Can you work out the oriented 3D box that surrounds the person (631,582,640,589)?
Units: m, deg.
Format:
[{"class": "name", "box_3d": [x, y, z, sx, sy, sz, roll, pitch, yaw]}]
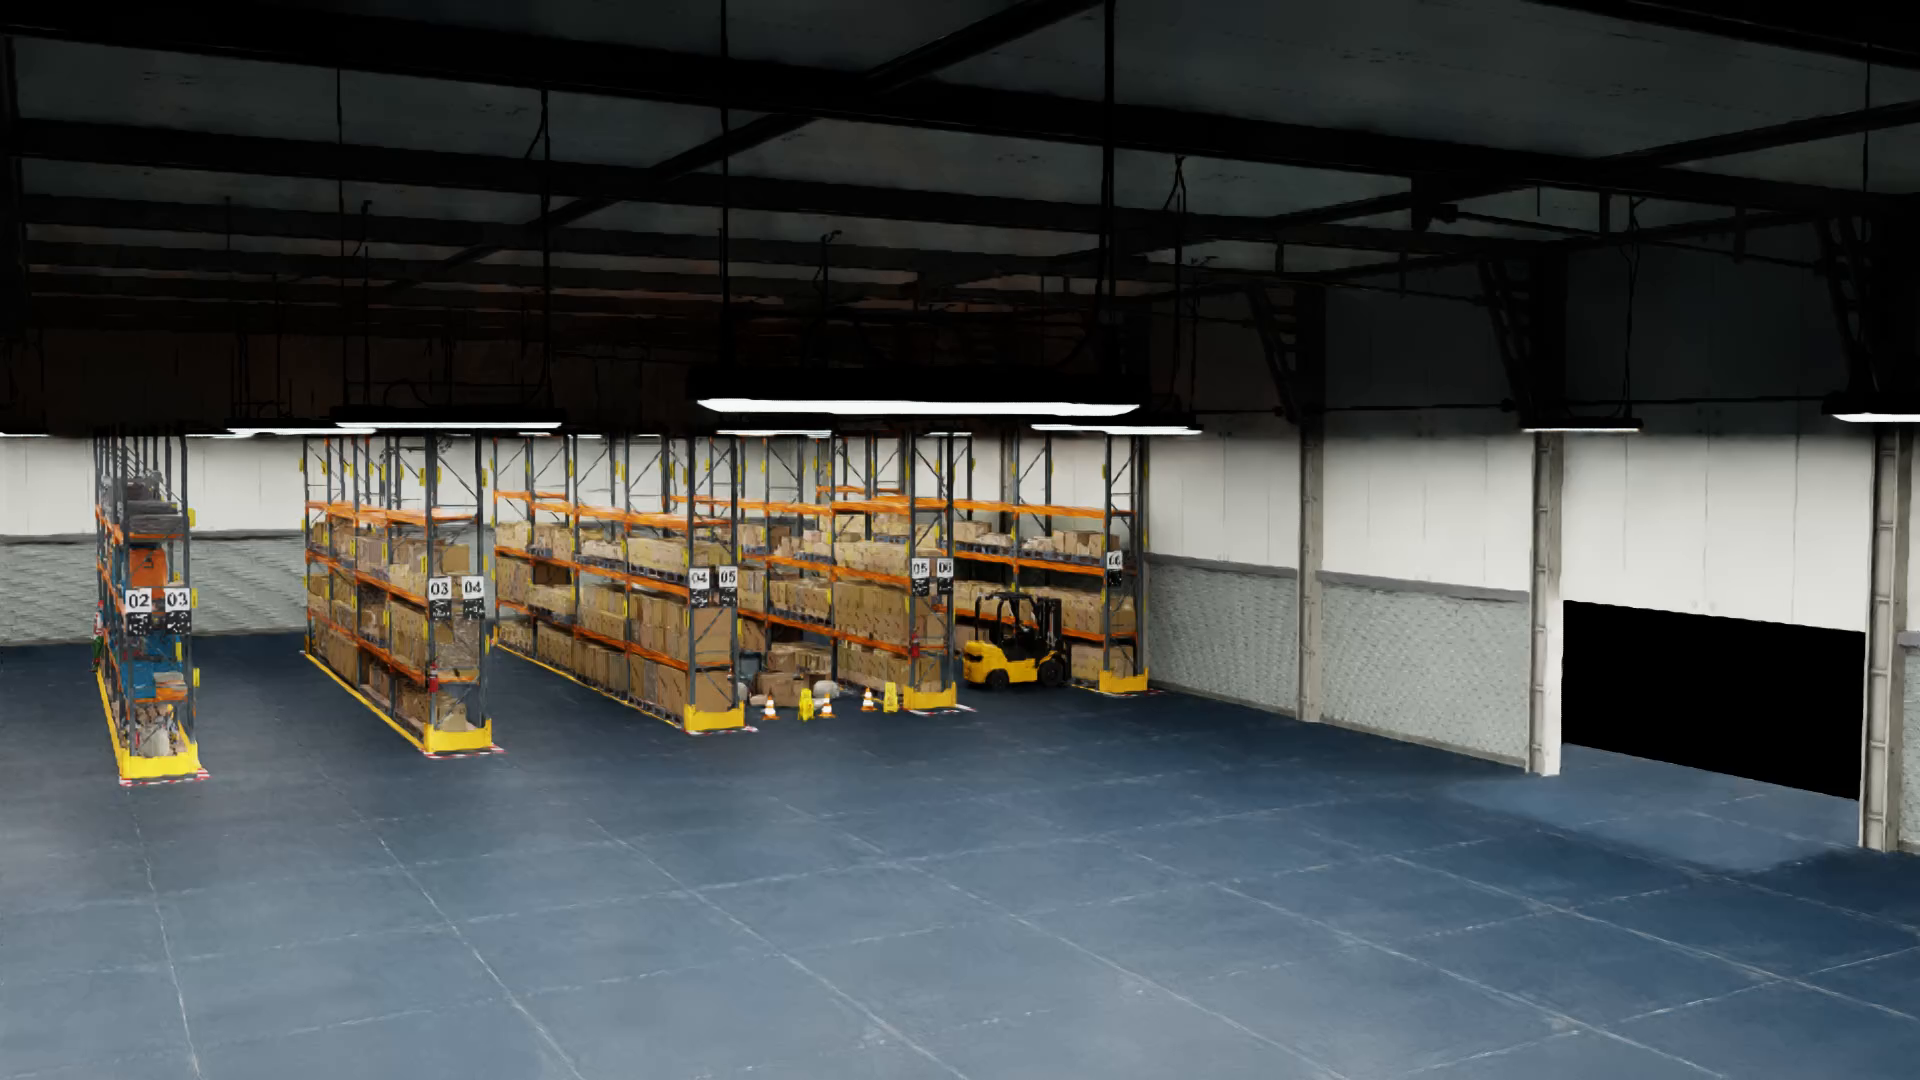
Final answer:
[{"class": "person", "box_3d": [-9.555, 1.933, 48.531, 0.677, 1.673, 0.778, -1, 3, -9]}]

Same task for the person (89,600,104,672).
[{"class": "person", "box_3d": [-21.112, 2.356, 41.037, 0.595, 1.753, 0.994, 0, 3, -8]}]
